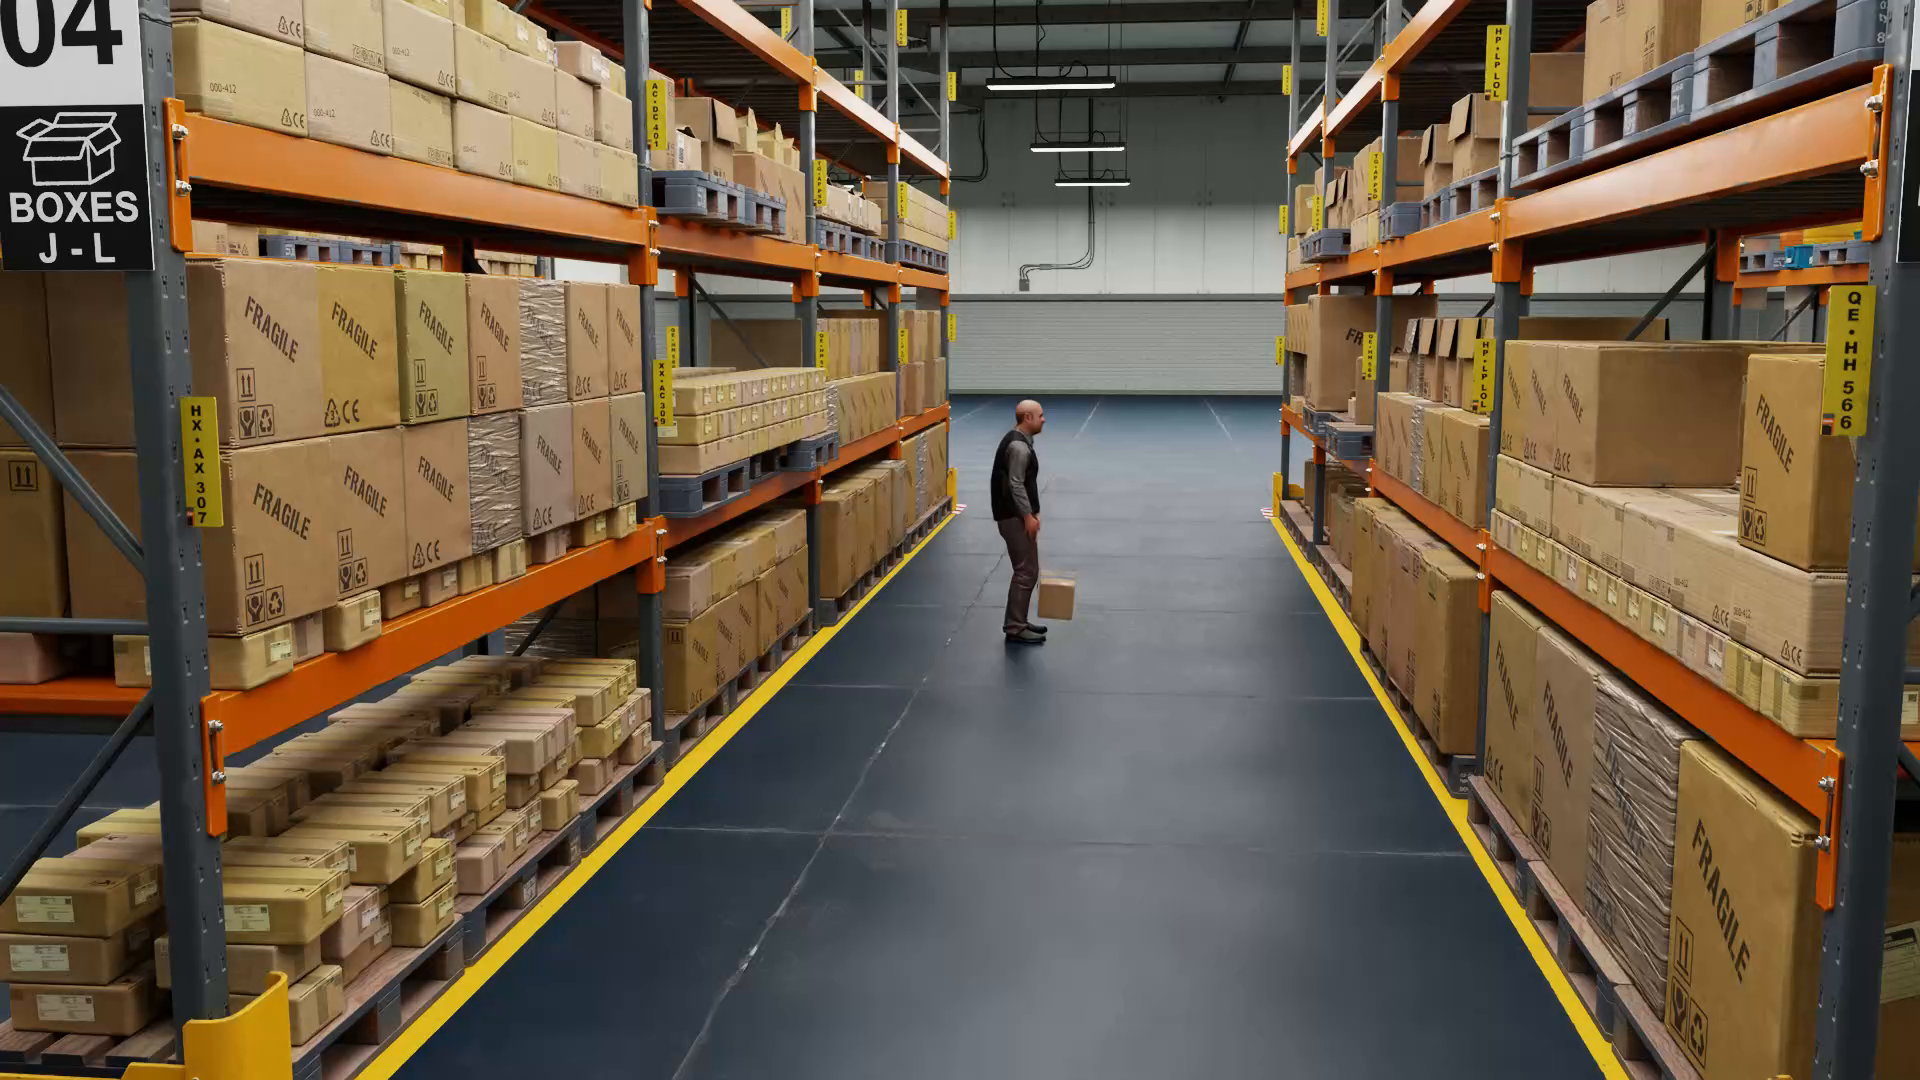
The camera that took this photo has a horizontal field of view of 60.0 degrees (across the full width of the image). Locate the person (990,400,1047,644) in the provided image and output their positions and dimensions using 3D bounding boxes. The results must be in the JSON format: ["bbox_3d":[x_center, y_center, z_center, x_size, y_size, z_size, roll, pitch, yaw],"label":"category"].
[{"bbox_3d":[0.425,-0.147,11.984,0.418,1.723,0.566,1,8,4],"label":"person"}]
